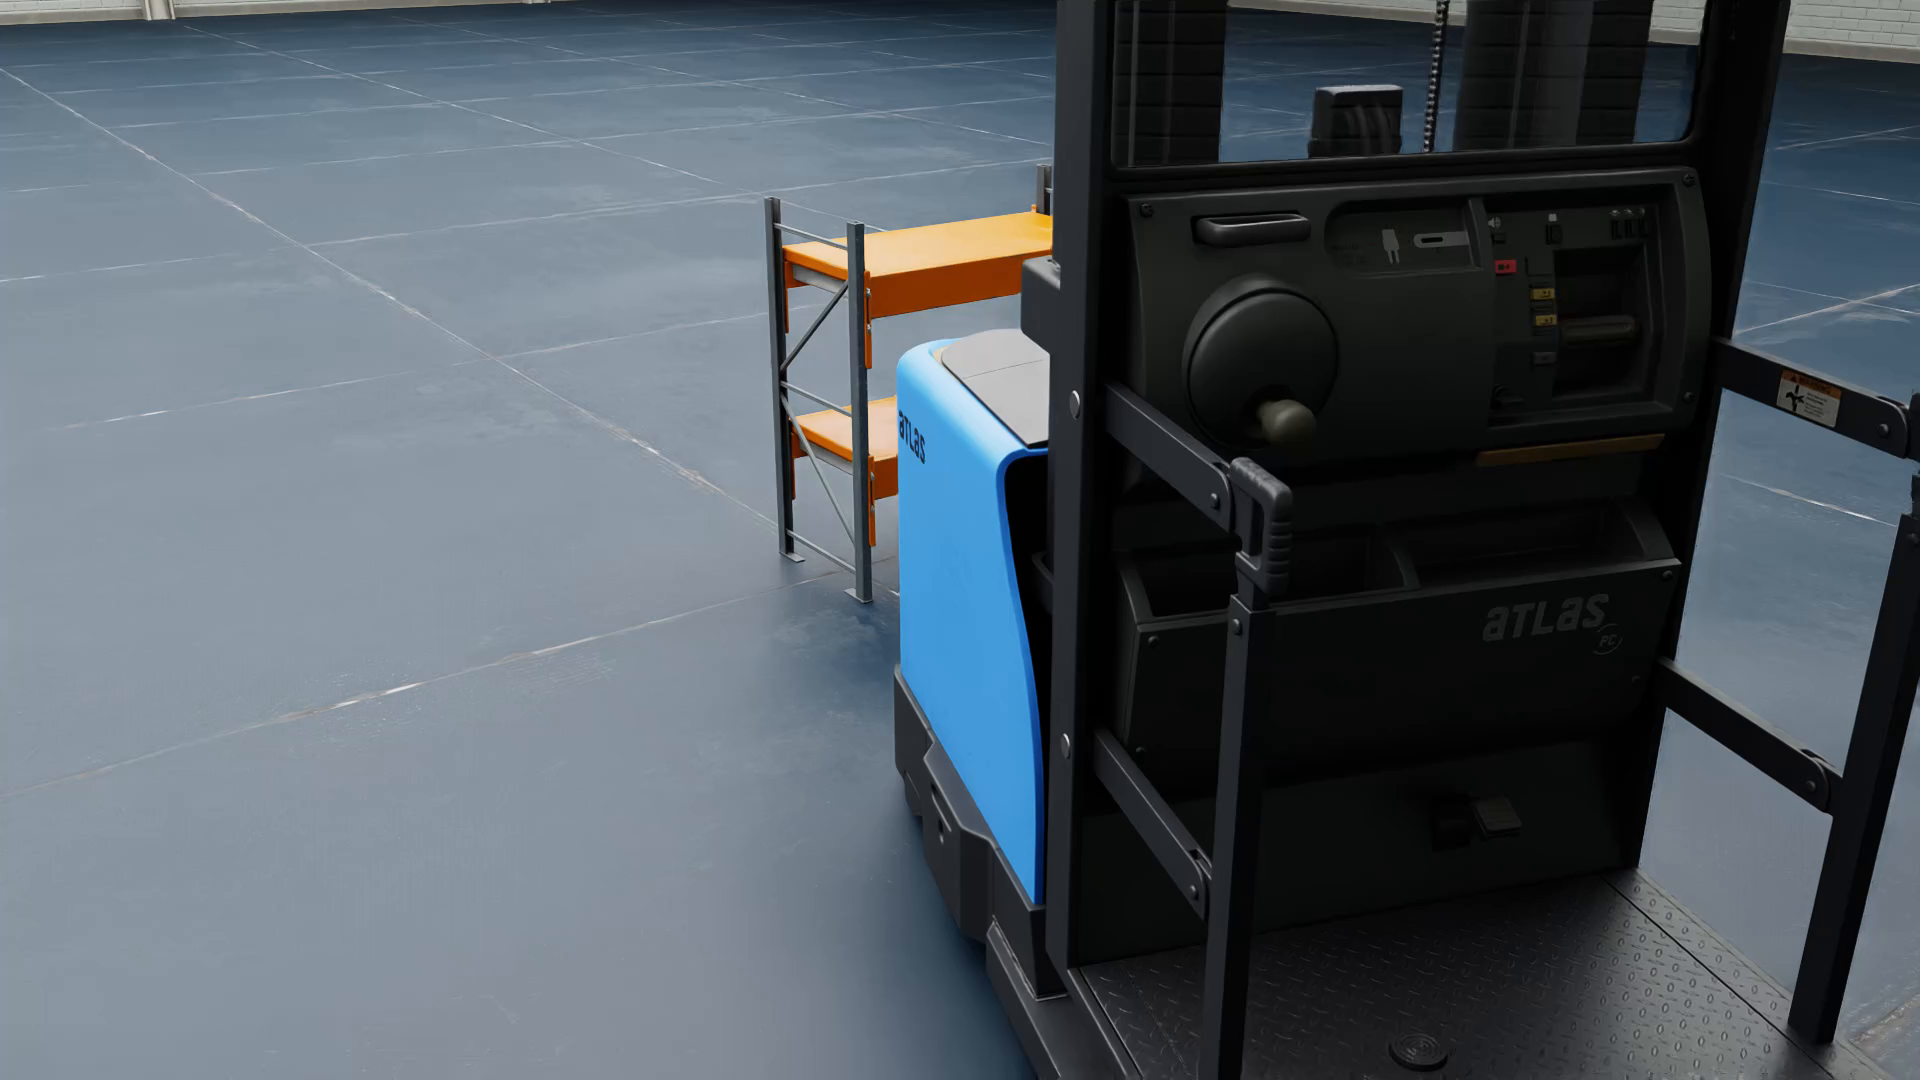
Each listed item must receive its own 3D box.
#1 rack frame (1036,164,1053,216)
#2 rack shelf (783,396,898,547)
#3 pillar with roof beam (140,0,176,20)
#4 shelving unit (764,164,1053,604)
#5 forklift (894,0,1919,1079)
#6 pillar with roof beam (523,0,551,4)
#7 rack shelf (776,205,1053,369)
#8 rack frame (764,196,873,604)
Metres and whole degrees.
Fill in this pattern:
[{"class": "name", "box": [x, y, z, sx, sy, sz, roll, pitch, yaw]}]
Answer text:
[{"class": "rack frame", "box": [0.407, -0.631, 5.460, 0.032, 1.125, 0.500, -15, 26, -33]}, {"class": "rack shelf", "box": [-0.005, -0.294, 5.275, 1.000, 0.278, 0.538, -15, 26, -33]}, {"class": "pillar with roof beam", "box": [-9.585, -10.760, 20.219, 0.400, 9.000, 9.100, -15, 26, -33]}, {"class": "shelving unit", "box": [-0.005, -0.521, 5.184, 1.048, 1.125, 0.538, -15, 26, -33]}, {"class": "forklift", "box": [0.748, -0.318, 2.237, 1.130, 2.935, 3.031, -6, 23, -15]}, {"class": "pillar with roof beam", "box": [-4.715, -12.059, 23.474, 0.400, 9.000, 9.100, -15, 26, -33]}, {"class": "rack shelf", "box": [-0.005, -0.793, 5.076, 1.000, 0.278, 0.538, -15, 26, -33]}, {"class": "rack frame", "box": [-0.418, -0.411, 4.908, 0.032, 1.125, 0.500, -15, 26, -33]}]
